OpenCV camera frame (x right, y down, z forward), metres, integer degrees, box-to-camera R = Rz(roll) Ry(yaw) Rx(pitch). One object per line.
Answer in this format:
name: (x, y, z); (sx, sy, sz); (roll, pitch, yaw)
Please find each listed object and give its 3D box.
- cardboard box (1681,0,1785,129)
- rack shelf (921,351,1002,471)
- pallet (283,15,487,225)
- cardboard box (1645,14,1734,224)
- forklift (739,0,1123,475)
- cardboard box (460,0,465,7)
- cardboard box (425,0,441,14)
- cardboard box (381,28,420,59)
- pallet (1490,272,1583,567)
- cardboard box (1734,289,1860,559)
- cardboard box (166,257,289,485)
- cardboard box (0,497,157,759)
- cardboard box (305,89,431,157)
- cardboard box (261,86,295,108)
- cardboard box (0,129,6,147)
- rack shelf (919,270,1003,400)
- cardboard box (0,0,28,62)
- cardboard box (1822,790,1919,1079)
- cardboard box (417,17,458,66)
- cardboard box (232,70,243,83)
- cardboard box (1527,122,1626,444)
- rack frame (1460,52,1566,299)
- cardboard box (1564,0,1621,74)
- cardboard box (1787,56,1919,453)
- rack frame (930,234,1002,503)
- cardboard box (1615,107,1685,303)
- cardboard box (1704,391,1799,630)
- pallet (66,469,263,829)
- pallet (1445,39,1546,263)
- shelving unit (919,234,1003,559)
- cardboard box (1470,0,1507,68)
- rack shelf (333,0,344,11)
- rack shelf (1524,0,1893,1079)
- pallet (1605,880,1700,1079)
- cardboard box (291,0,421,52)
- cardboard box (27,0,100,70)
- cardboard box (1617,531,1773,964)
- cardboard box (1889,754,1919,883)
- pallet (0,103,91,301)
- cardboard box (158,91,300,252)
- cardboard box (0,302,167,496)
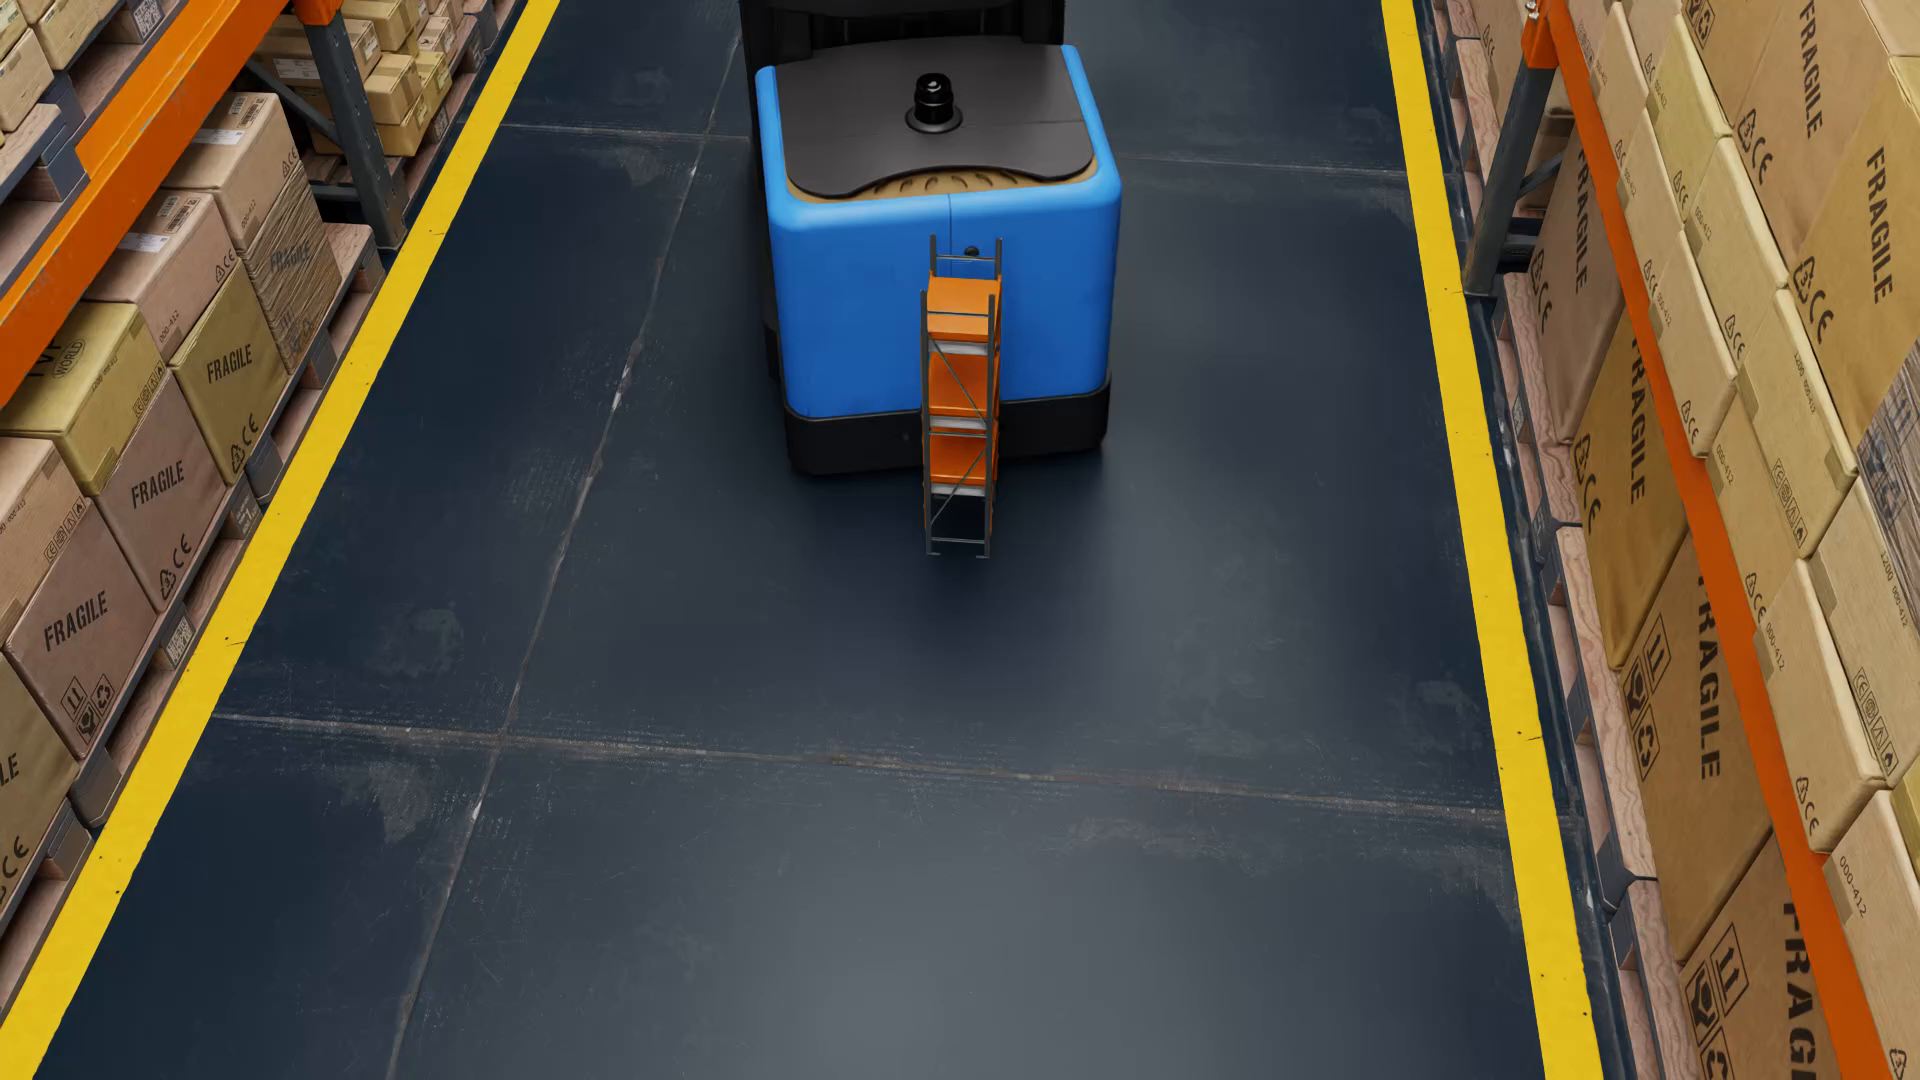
cardboard box: (1.946, -1.233, 3.600); (0.500, 0.500, 0.500); (3, 48, 3)
rack shelf: (0.005, -0.387, 4.906); (0.215, 0.259, 0.240); (4, 48, 4)
pallet: (-2.573, -1.723, 6.683); (1.003, 0.211, 1.213); (4, 48, 4)
cardboard box: (1.927, -0.970, 3.867); (0.500, 0.250, 0.500); (4, 48, 4)
forklift: (-0.225, -2.299, 5.366); (1.130, 2.935, 3.031); (-6, 48, -5)
cardboard box: (-2.288, -2.366, 7.028); (0.380, 0.149, 0.250); (2, 48, 2)
cardboard box: (-2.300, -2.265, 6.735); (0.380, 0.149, 0.250); (2, 48, 2)
cardboard box: (-2.314, -1.885, 6.387); (0.380, 0.149, 0.250); (4, 48, 4)
pallet: (2.344, -0.397, 5.470); (1.003, 0.211, 1.213); (4, 48, 4)
cardboard box: (1.836, -0.216, 3.178); (0.500, 0.250, 0.500); (3, 48, 3)
cardboard box: (-2.463, -0.529, 5.110); (0.500, 0.500, 0.500); (3, 48, 3)
cardboard box: (-2.560, 0.223, 4.423); (0.500, 0.500, 0.500); (3, 48, 3)
cardboard box: (-2.246, -1.594, 6.323); (0.380, 0.149, 0.250); (2, 48, 2)
cardboard box: (-2.795, -1.845, 6.552); (0.380, 0.149, 0.250); (5, 48, 5)
cardboard box: (-2.553, -0.963, 3.984); (0.380, 0.149, 0.250); (6, 48, 5)
rack shelf: (0.005, -0.578, 4.697); (0.215, 0.259, 0.240); (4, 48, 4)
cardboard box: (-2.532, -1.252, 4.047); (0.380, 0.149, 0.250); (2, 48, 2)
cardboard box: (1.763, 0.691, 2.687); (0.500, 0.250, 0.500); (2, 48, 2)
cardboard box: (-2.251, -1.976, 6.672); (0.380, 0.149, 0.250); (4, 48, 3)
cardboard box: (-2.826, -1.828, 6.133); (0.380, 0.149, 0.250); (5, 48, 5)
cardboard box: (2.363, -0.874, 5.172); (0.875, 0.875, 0.875); (5, 48, 5)
rack frame: (2.340, -1.910, 4.964); (1.000, 3.000, 0.127); (4, 48, 4)
cardboard box: (2.037, -1.554, 4.740); (0.500, 0.250, 0.500); (3, 48, 3)
cardboard box: (1.852, -0.481, 2.912); (0.500, 0.500, 0.500); (4, 48, 4)
rack frame: (0.016, -0.483, 4.981); (0.200, 1.050, 0.008); (4, 48, 4)
cardboard box: (1.929, -0.798, 4.049); (0.500, 0.250, 0.500); (4, 48, 3)
cardboard box: (1.856, -0.055, 3.369); (0.500, 0.250, 0.500); (3, 48, 3)
pallet: (-2.777, 0.244, 4.884); (1.003, 0.211, 1.213); (4, 48, 4)
pallet: (2.487, -1.522, 6.499); (1.003, 0.211, 1.213); (4, 48, 4)
shelving unit: (0.005, -0.394, 4.899); (0.215, 1.050, 0.252); (4, 48, 4)
cardboard box: (2.585, -2.299, 6.772); (0.875, 0.438, 0.875); (3, 48, 2)
rack shelf: (-2.417, -3.396, 6.810); (1.077, 0.370, 4.000); (4, 48, 4)
rack shelf: (2.157, -0.198, 3.885); (1.077, 0.370, 4.000); (4, 48, 4)
pallet: (2.122, 1.396, 3.830); (1.003, 0.211, 1.213); (4, 48, 4)
cardboard box: (-2.277, -1.987, 6.278); (0.380, 0.149, 0.250); (6, 48, 5)
cardboard box: (-2.509, -1.362, 4.349); (0.380, 0.149, 0.250); (2, 48, 2)
cardboard box: (2.206, 0.448, 3.963); (0.875, 0.875, 0.875); (4, 48, 4)
cardboard box: (1.766, 0.538, 2.488); (0.500, 0.250, 0.500); (4, 48, 3)
pallet: (-2.824, -0.622, 3.916); (1.003, 0.211, 1.213); (4, 48, 4)
cardboard box: (-2.415, -1.155, 5.175); (0.500, 0.250, 0.500); (3, 48, 2)
cardboard box: (-2.509, -0.389, 4.474); (0.500, 0.250, 0.500); (2, 48, 2)
